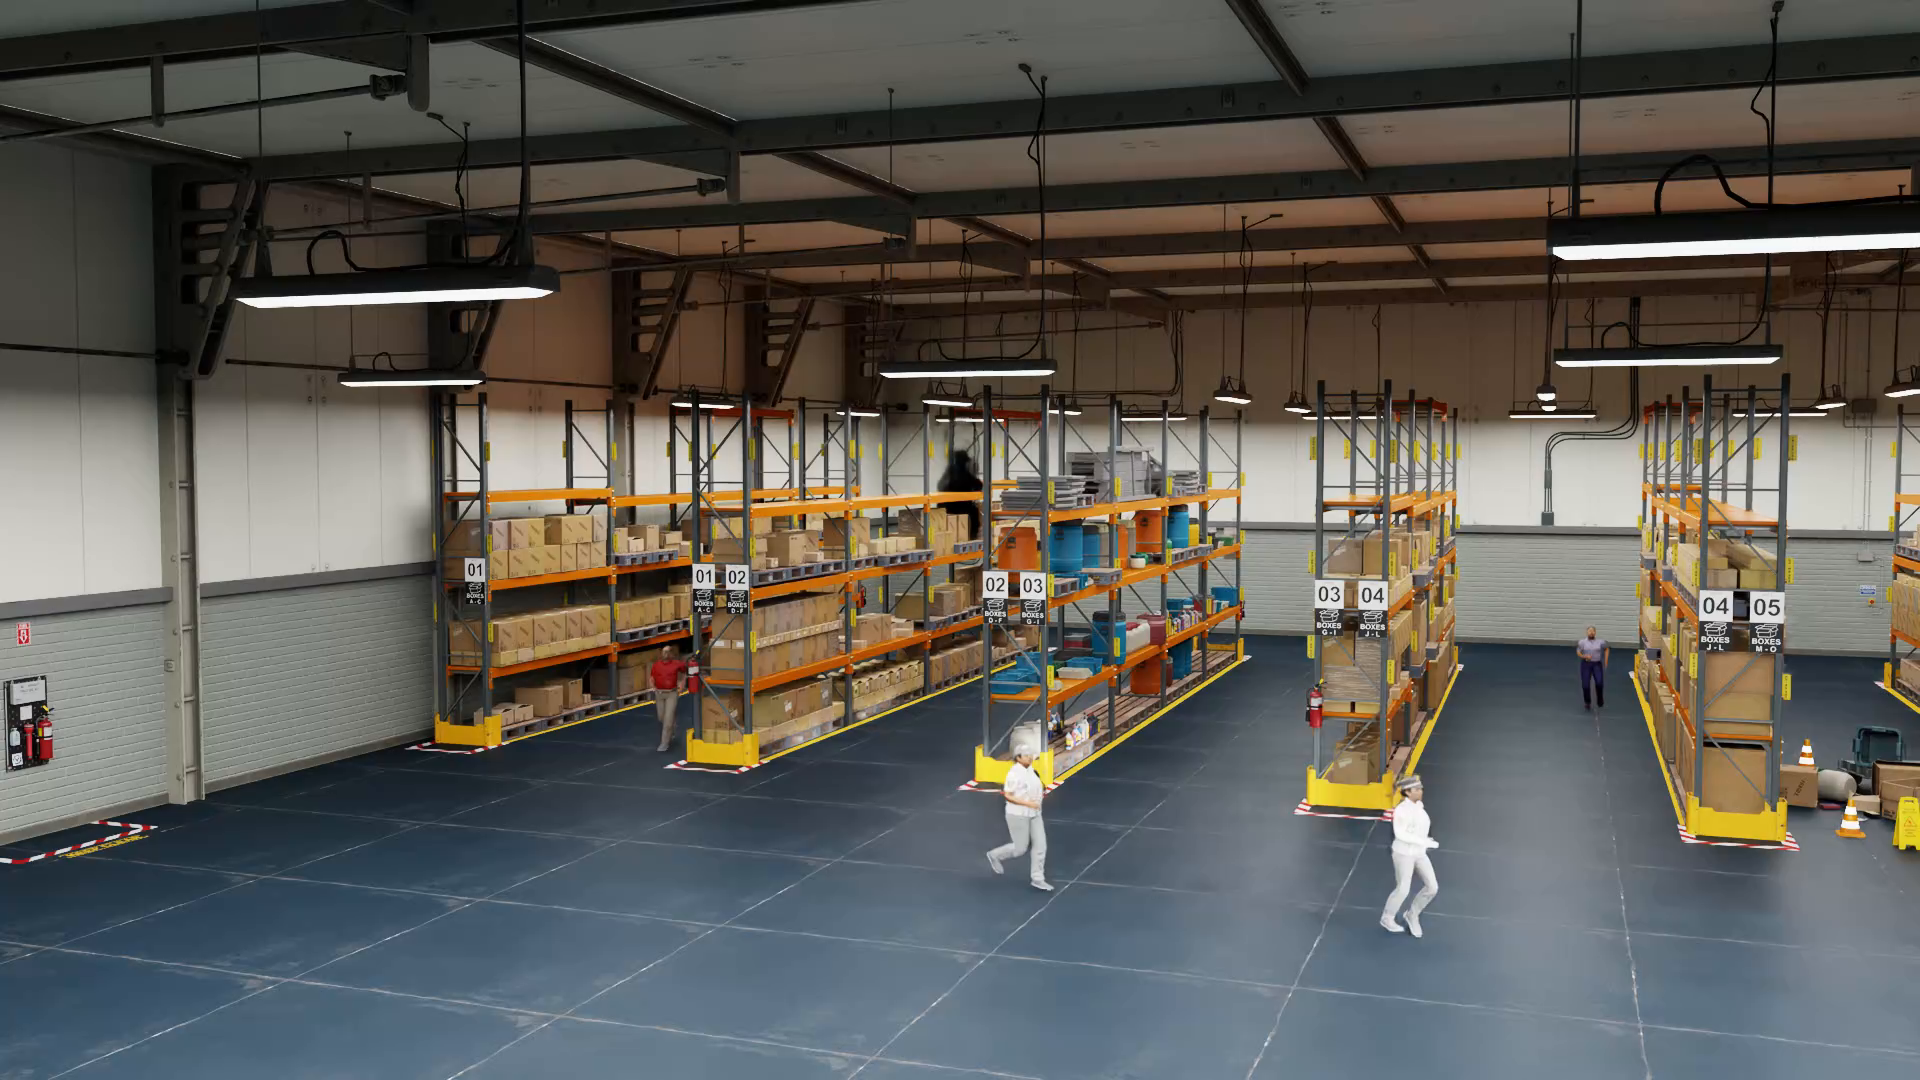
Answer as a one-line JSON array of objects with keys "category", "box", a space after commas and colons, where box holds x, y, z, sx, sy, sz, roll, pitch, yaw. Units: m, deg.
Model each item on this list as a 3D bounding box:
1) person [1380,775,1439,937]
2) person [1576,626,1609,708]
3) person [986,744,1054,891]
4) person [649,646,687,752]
[{"category": "person", "box": [4.664, 3.259, 17.129, 0.628, 1.708, 0.674, -3, 4, -41]}, {"category": "person", "box": [12.277, 2.487, 32.258, 0.606, 1.605, 0.608, 1, 3, 18]}, {"category": "person", "box": [0.713, 3.164, 19.103, 0.849, 1.658, 0.607, 2, 4, 37]}, {"category": "person", "box": [-4.933, 2.644, 28.071, 0.664, 1.726, 0.954, 1, 3, 13]}]
